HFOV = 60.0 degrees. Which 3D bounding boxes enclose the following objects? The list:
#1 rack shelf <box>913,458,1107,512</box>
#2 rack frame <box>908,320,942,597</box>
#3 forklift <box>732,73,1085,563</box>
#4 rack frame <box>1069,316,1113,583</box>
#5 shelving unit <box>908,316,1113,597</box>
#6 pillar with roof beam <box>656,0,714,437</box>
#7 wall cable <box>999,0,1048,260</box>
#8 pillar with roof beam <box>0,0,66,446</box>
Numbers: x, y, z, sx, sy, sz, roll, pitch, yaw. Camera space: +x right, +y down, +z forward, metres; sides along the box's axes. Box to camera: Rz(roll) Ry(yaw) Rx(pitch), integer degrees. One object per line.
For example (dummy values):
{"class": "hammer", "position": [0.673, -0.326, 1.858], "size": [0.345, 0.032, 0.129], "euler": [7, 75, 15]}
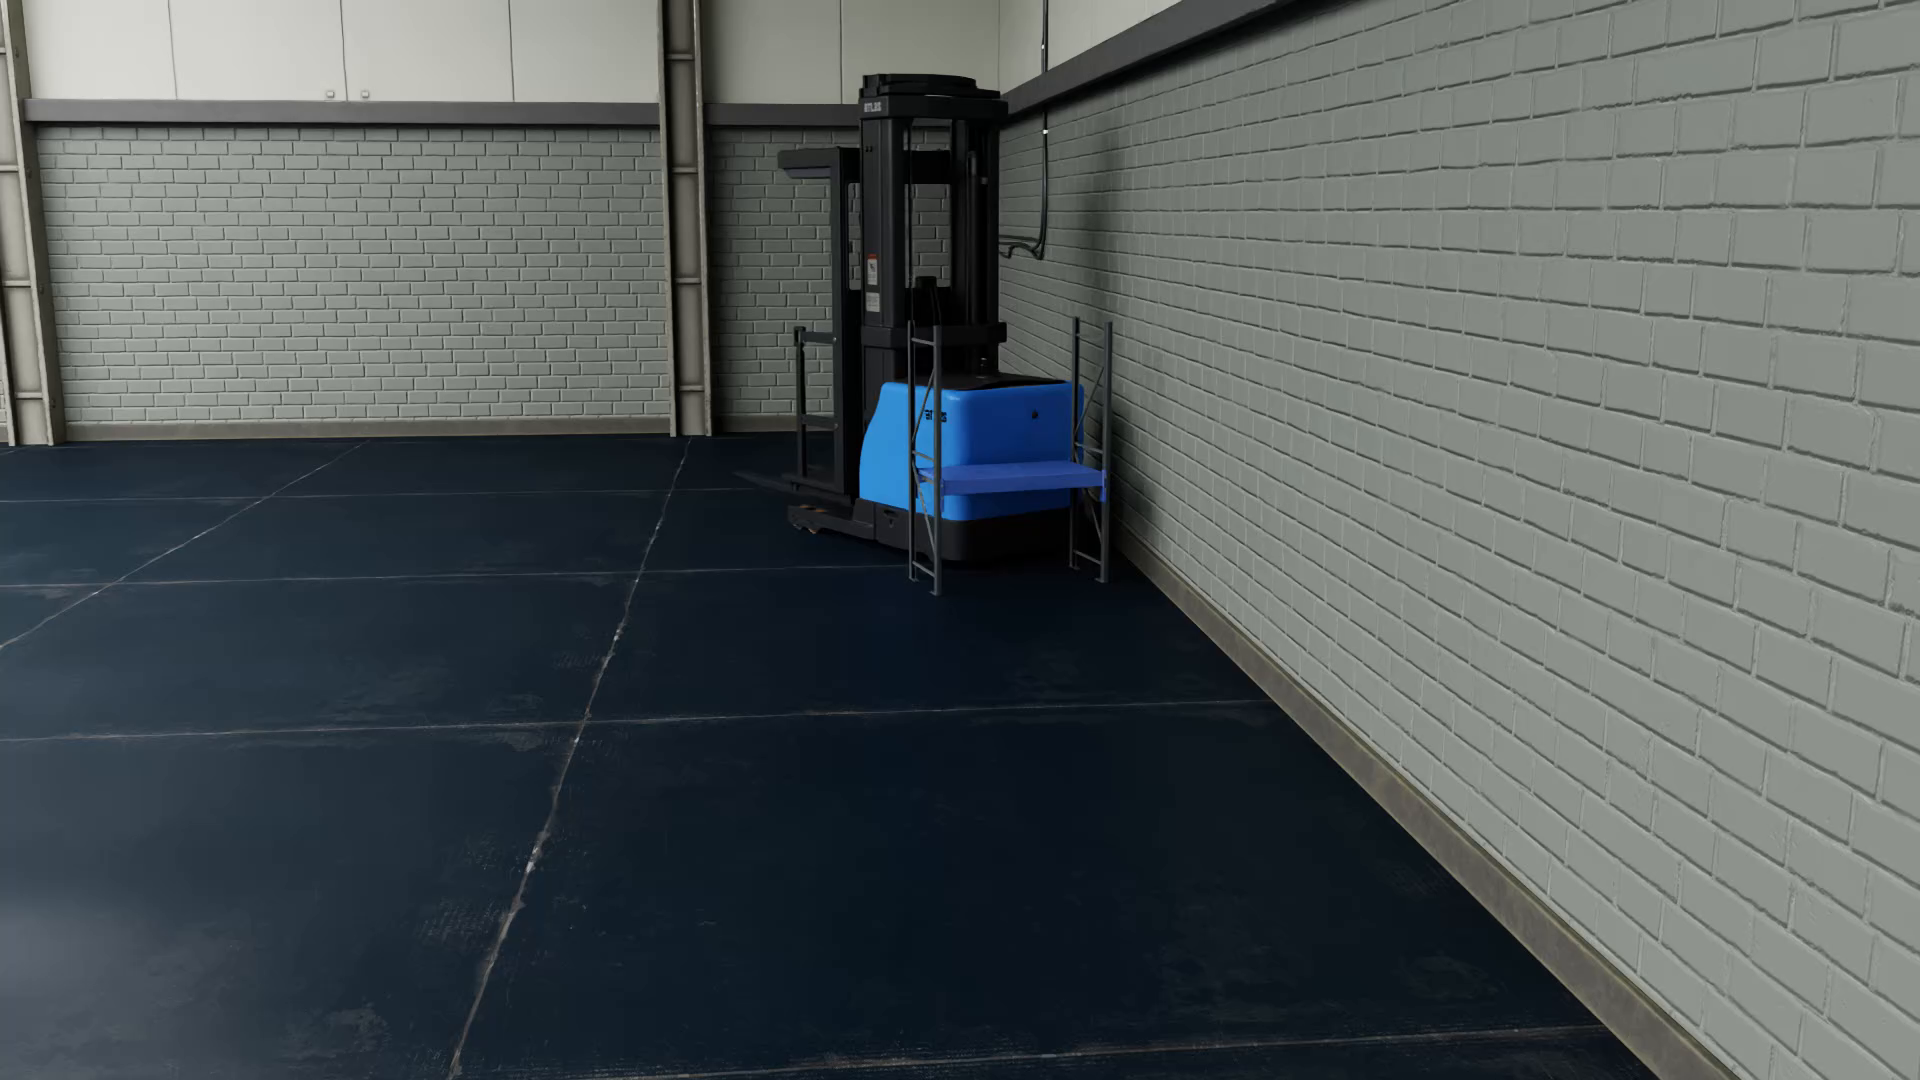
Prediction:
{"class": "rack shelf", "position": [0.280, -0.322, 9.552], "size": [1.000, 0.185, 0.538], "euler": [-4, 12, -19]}
{"class": "rack frame", "position": [-0.199, -0.466, 9.349], "size": [0.032, 1.500, 0.500], "euler": [-4, 12, -19]}
{"class": "forklift", "position": [-0.504, -1.528, 11.045], "size": [1.130, 2.935, 3.031], "euler": [-8, 14, -36]}
{"class": "rack frame", "position": [0.758, -0.532, 9.685], "size": [0.032, 1.500, 0.500], "euler": [-4, 12, -19]}
{"class": "shelving unit", "position": [0.280, -0.499, 9.517], "size": [1.048, 1.500, 0.538], "euler": [-4, 12, -19]}
{"class": "pillar with roof beam", "position": [-2.123, -4.613, 11.004], "size": [0.400, 9.000, 9.100], "euler": [-1, 11, -6]}
{"class": "wall cable", "position": [0.484, -3.723, 14.525], "size": [0.112, 2.526, 3.097], "euler": [-1, 11, -6]}
{"class": "pillar with roof beam", "position": [-8.088, -4.488, 10.368], "size": [0.400, 9.000, 9.100], "euler": [-1, 11, -6]}
